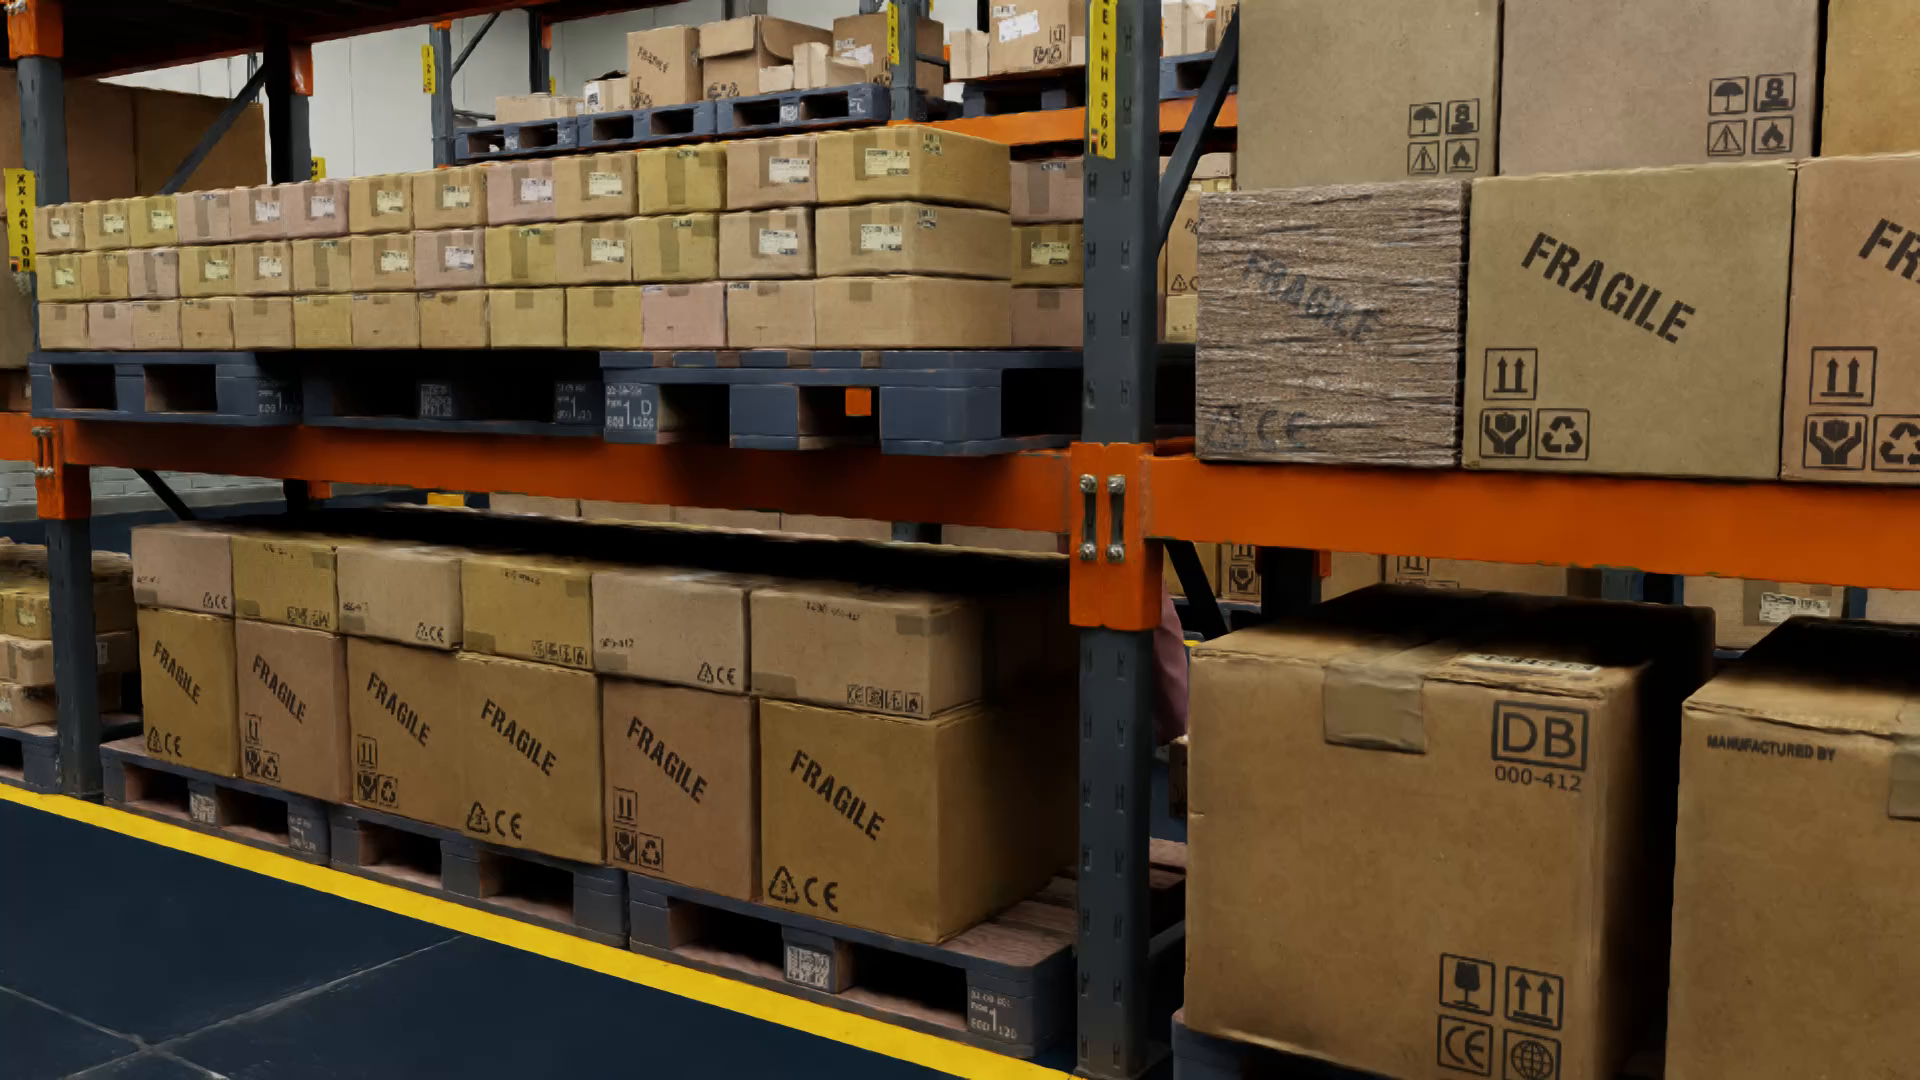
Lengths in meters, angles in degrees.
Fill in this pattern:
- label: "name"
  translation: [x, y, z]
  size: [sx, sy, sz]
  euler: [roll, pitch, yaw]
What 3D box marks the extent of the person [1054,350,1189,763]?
- label: "person"
  translation: [0.591, 0.008, 5.984]
  size: [0.806, 1.646, 0.542]
  euler: [5, 8, 38]
